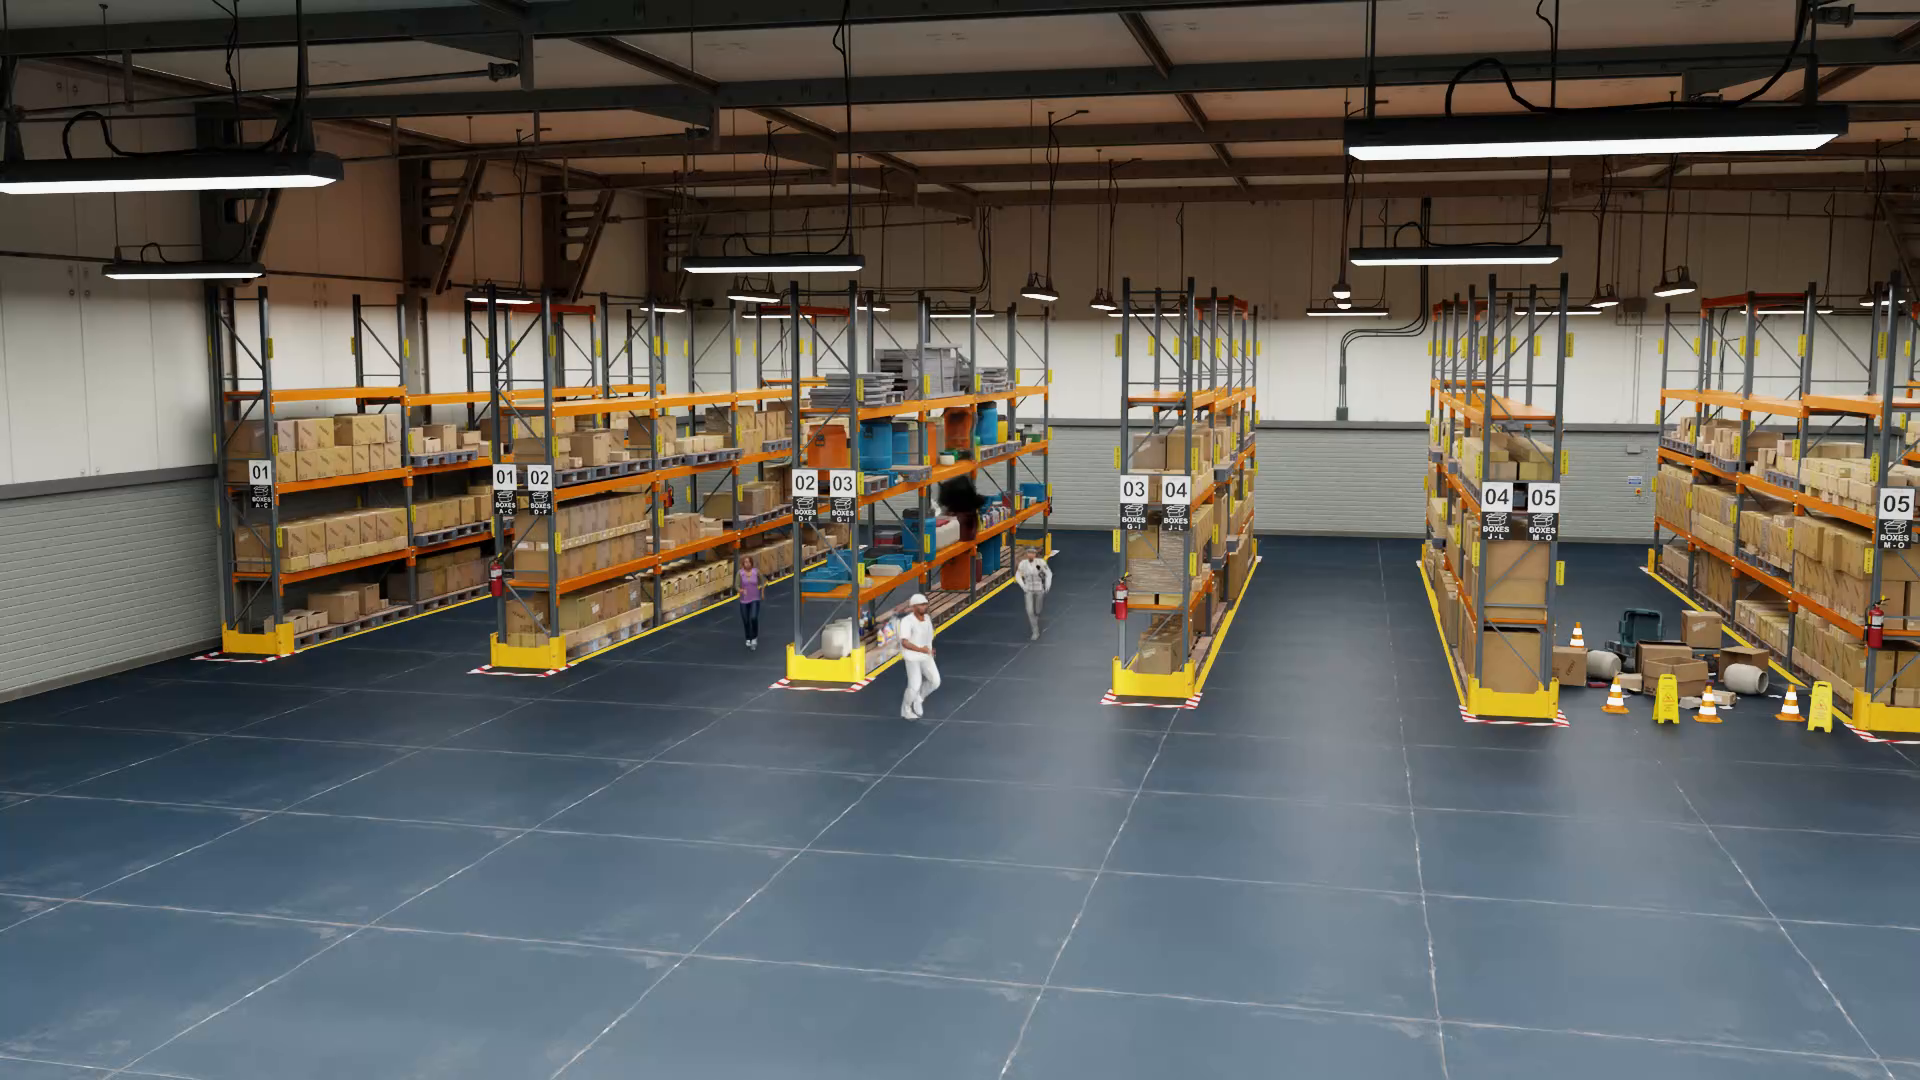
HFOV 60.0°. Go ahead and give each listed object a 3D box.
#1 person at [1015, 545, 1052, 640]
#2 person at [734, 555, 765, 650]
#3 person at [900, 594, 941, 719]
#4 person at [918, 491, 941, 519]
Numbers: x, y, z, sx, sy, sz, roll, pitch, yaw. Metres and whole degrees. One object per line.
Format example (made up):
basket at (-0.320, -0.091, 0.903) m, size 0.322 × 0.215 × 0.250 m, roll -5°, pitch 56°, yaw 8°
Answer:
person at (1.284, 0.886, 29.008) m, size 0.642 × 1.660 × 0.698 m, roll 0°, pitch 7°, yaw 4°
person at (-3.504, 1.036, 27.664) m, size 0.497 × 1.585 × 0.732 m, roll 0°, pitch 7°, yaw -4°
person at (-0.525, 1.572, 22.362) m, size 0.700 × 1.716 × 0.682 m, roll 6°, pitch 9°, yaw 42°
person at (-0.742, -0.389, 39.805) m, size 0.616 × 1.708 × 0.734 m, roll 1°, pitch 7°, yaw 12°
